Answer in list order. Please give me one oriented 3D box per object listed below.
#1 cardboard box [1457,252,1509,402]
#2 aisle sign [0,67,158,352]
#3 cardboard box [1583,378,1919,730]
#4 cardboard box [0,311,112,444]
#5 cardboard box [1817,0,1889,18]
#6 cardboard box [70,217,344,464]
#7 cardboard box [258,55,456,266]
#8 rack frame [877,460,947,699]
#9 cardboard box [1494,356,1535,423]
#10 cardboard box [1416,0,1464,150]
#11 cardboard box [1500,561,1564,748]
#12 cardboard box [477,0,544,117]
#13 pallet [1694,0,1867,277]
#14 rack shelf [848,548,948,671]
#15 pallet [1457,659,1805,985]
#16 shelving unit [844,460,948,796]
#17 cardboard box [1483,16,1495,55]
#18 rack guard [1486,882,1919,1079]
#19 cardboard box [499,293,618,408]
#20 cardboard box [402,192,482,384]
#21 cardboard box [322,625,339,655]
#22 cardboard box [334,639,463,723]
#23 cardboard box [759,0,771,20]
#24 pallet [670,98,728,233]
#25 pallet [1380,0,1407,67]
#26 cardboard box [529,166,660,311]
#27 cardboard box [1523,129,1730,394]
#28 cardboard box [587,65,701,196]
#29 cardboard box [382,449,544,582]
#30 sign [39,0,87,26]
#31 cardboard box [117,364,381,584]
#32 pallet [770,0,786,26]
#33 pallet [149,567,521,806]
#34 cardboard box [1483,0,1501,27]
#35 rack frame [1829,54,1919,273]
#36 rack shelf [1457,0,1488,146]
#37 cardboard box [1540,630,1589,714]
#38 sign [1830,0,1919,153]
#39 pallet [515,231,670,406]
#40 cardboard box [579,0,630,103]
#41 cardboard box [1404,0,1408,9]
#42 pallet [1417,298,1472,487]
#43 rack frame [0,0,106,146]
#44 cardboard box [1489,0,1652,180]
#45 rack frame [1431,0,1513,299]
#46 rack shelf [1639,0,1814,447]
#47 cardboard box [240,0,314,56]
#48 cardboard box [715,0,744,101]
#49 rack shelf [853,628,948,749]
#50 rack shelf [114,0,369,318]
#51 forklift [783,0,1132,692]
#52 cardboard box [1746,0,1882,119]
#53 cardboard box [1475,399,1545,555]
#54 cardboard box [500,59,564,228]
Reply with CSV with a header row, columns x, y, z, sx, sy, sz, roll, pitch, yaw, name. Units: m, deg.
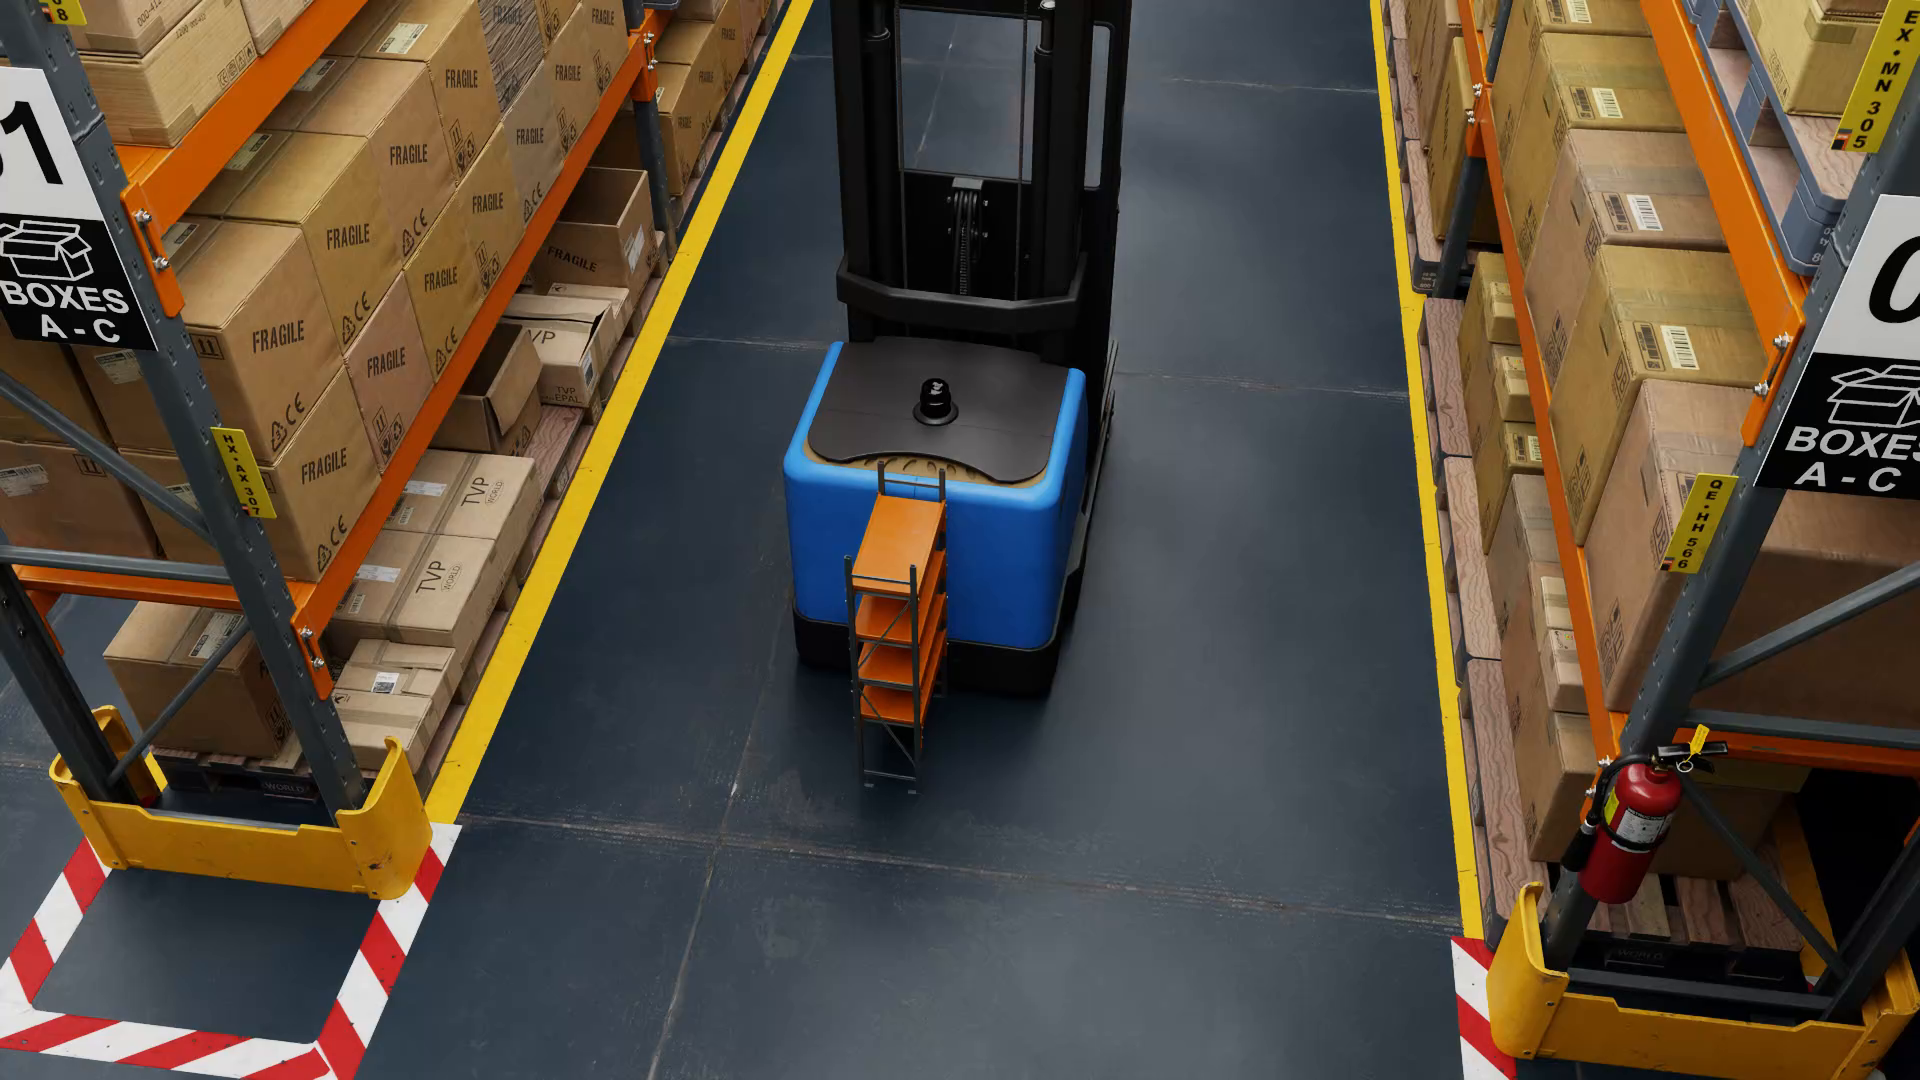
x,y,z,sx,sy,sz,roll,pitch,yaw,name
2.694,-0.943,7.599,0.700,0.500,0.500,6,44,6,cardboard box
-2.263,-0.791,4.035,0.394,0.787,0.004,5,44,6,aisle sign
2.423,0.070,4.798,0.980,0.700,0.700,7,44,7,cardboard box
-2.759,-0.648,4.975,0.500,0.500,0.500,5,44,5,cardboard box
2.192,-1.492,3.670,0.500,0.500,0.500,5,44,5,cardboard box
-2.225,-0.598,4.922,0.500,0.500,0.500,6,44,7,cardboard box
-2.092,-1.295,5.659,0.500,0.500,0.500,6,44,6,cardboard box
-0.170,0.176,6.213,0.240,1.200,0.015,7,44,8,rack frame
2.399,-0.606,6.771,0.380,0.149,0.250,4,44,4,cardboard box
2.966,-2.631,9.127,0.750,0.750,0.750,6,44,7,cardboard box
2.425,0.456,6.122,0.700,0.500,0.500,5,44,5,cardboard box
-1.958,-1.984,6.386,0.500,0.500,0.500,6,44,6,cardboard box
2.453,-1.036,4.067,1.003,0.211,1.213,5,44,6,pallet
-0.216,0.228,5.932,0.258,0.148,0.480,7,44,8,rack shelf
2.394,0.988,6.075,1.003,0.211,1.213,5,44,6,pallet
-0.216,0.341,6.039,0.258,1.200,0.503,7,44,8,shelving unit
2.659,-2.371,7.762,0.380,0.149,0.250,6,44,6,cardboard box
2.362,1.452,5.375,1.175,0.500,0.348,5,44,6,rack guard
-1.910,-0.904,7.681,0.500,0.311,0.500,5,44,6,cardboard box
-2.093,-0.929,5.999,0.500,0.500,0.500,5,44,5,cardboard box
-2.575,0.288,6.527,0.380,0.166,0.250,5,44,6,cardboard box
-2.116,0.525,6.277,0.380,0.166,0.250,5,44,6,cardboard box
-1.447,-3.613,10.404,0.500,0.500,0.500,4,44,4,cardboard box
-1.946,-2.191,9.433,1.003,0.211,1.213,5,44,6,pallet
3.244,-3.381,10.690,1.003,0.211,1.213,5,44,6,pallet
-1.810,-1.484,8.156,0.500,0.500,0.500,5,44,6,cardboard box
2.618,-0.945,5.871,0.980,0.700,0.700,3,44,3,cardboard box
-1.711,-2.206,8.918,0.500,0.500,0.500,3,44,4,cardboard box
-2.060,-0.108,6.884,0.500,0.250,0.500,5,44,6,cardboard box
-2.007,-1.277,3.622,0.100,0.325,0.005,5,44,6,sign
-2.225,-0.235,5.266,0.500,0.500,0.500,6,44,6,cardboard box
-1.624,-3.854,11.189,1.003,0.211,1.213,5,44,6,pallet
-2.431,0.497,6.594,1.003,0.211,1.213,5,44,6,pallet
2.706,-2.687,7.625,0.500,0.500,0.500,5,44,5,cardboard box
2.366,-1.651,2.471,1.000,3.000,0.127,5,44,6,rack frame
3.159,-3.300,9.099,1.077,0.370,4.000,5,44,6,rack shelf
2.195,0.457,5.649,0.380,0.149,0.250,5,44,5,cardboard box
1.830,-0.913,3.287,0.100,0.325,0.005,5,44,6,sign
-2.108,-1.166,8.350,1.003,0.211,1.213,5,44,6,pallet
-1.828,-2.318,7.466,0.500,0.500,0.500,6,44,6,cardboard box
3.196,-3.807,10.369,0.750,0.750,0.750,5,44,5,cardboard box
2.716,-0.675,7.831,1.003,0.211,1.213,5,44,6,pallet
-2.545,-2.098,2.943,1.000,3.000,0.127,5,44,6,rack frame
2.807,-1.939,6.920,0.980,0.700,0.700,6,44,6,cardboard box
2.894,-2.198,7.412,1.000,3.000,0.127,5,44,6,rack frame
2.630,-1.663,5.189,1.077,0.370,4.000,5,44,6,rack shelf
-2.146,-1.621,4.730,0.500,0.250,0.500,5,44,6,cardboard box
-1.578,-2.910,9.662,0.500,0.500,0.500,6,44,6,cardboard box
-0.216,0.534,6.222,0.258,0.148,0.480,7,44,8,rack shelf
-2.281,-2.111,5.662,1.077,0.370,4.000,5,44,6,rack shelf
0.117,-1.490,6.714,1.130,2.935,3.031,7,44,8,forklift
2.199,-1.219,3.927,0.500,0.250,0.500,6,44,7,cardboard box
2.554,-0.251,6.868,0.700,0.500,0.500,6,44,6,cardboard box
-1.960,-1.617,6.725,0.500,0.500,0.500,6,44,6,cardboard box
